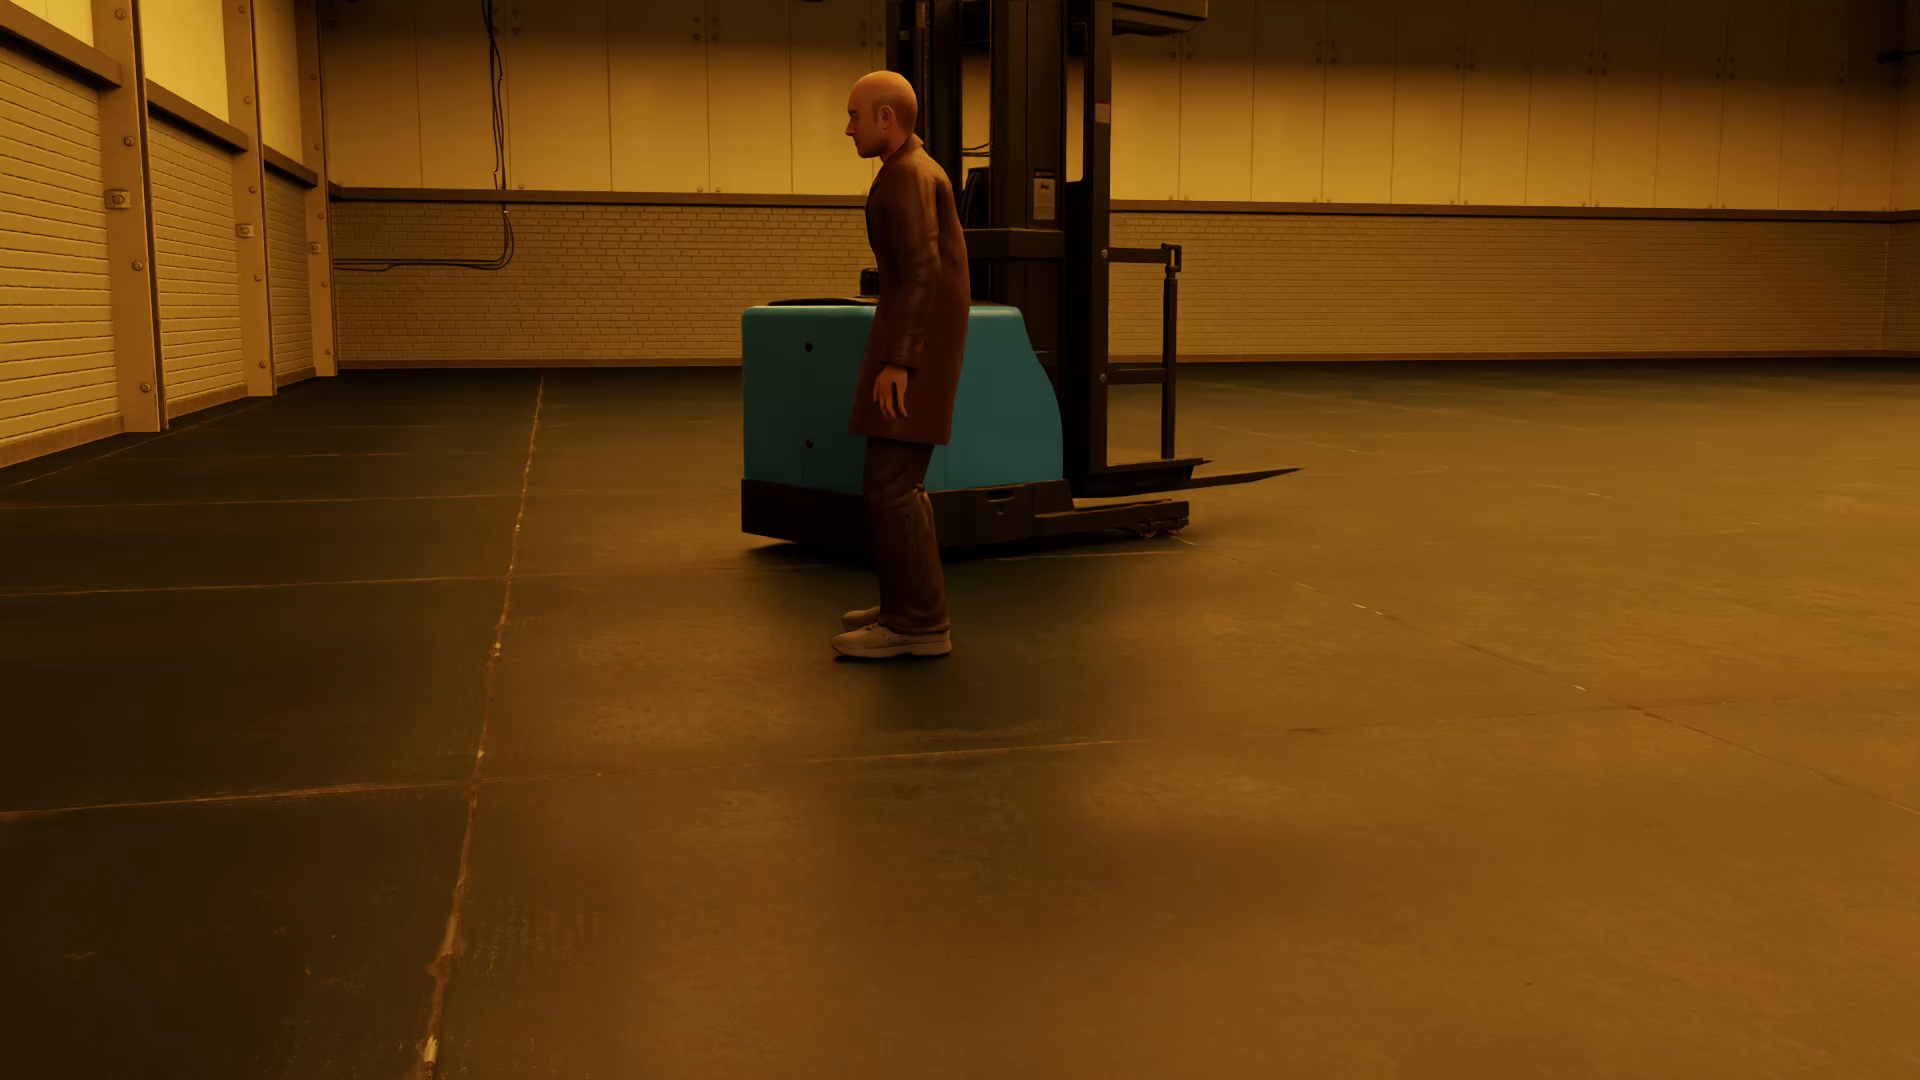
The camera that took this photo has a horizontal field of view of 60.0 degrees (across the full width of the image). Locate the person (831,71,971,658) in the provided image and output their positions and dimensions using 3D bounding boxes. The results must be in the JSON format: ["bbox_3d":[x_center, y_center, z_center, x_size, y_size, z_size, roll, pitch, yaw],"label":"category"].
[{"bbox_3d":[-0.181,-0.536,5.144,0.430,1.772,0.644,0,8,1],"label":"person"}]

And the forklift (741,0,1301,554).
[{"bbox_3d":[0.457,-1.508,7.904,3.031,2.935,1.130,-7,11,-41],"label":"forklift"}]
